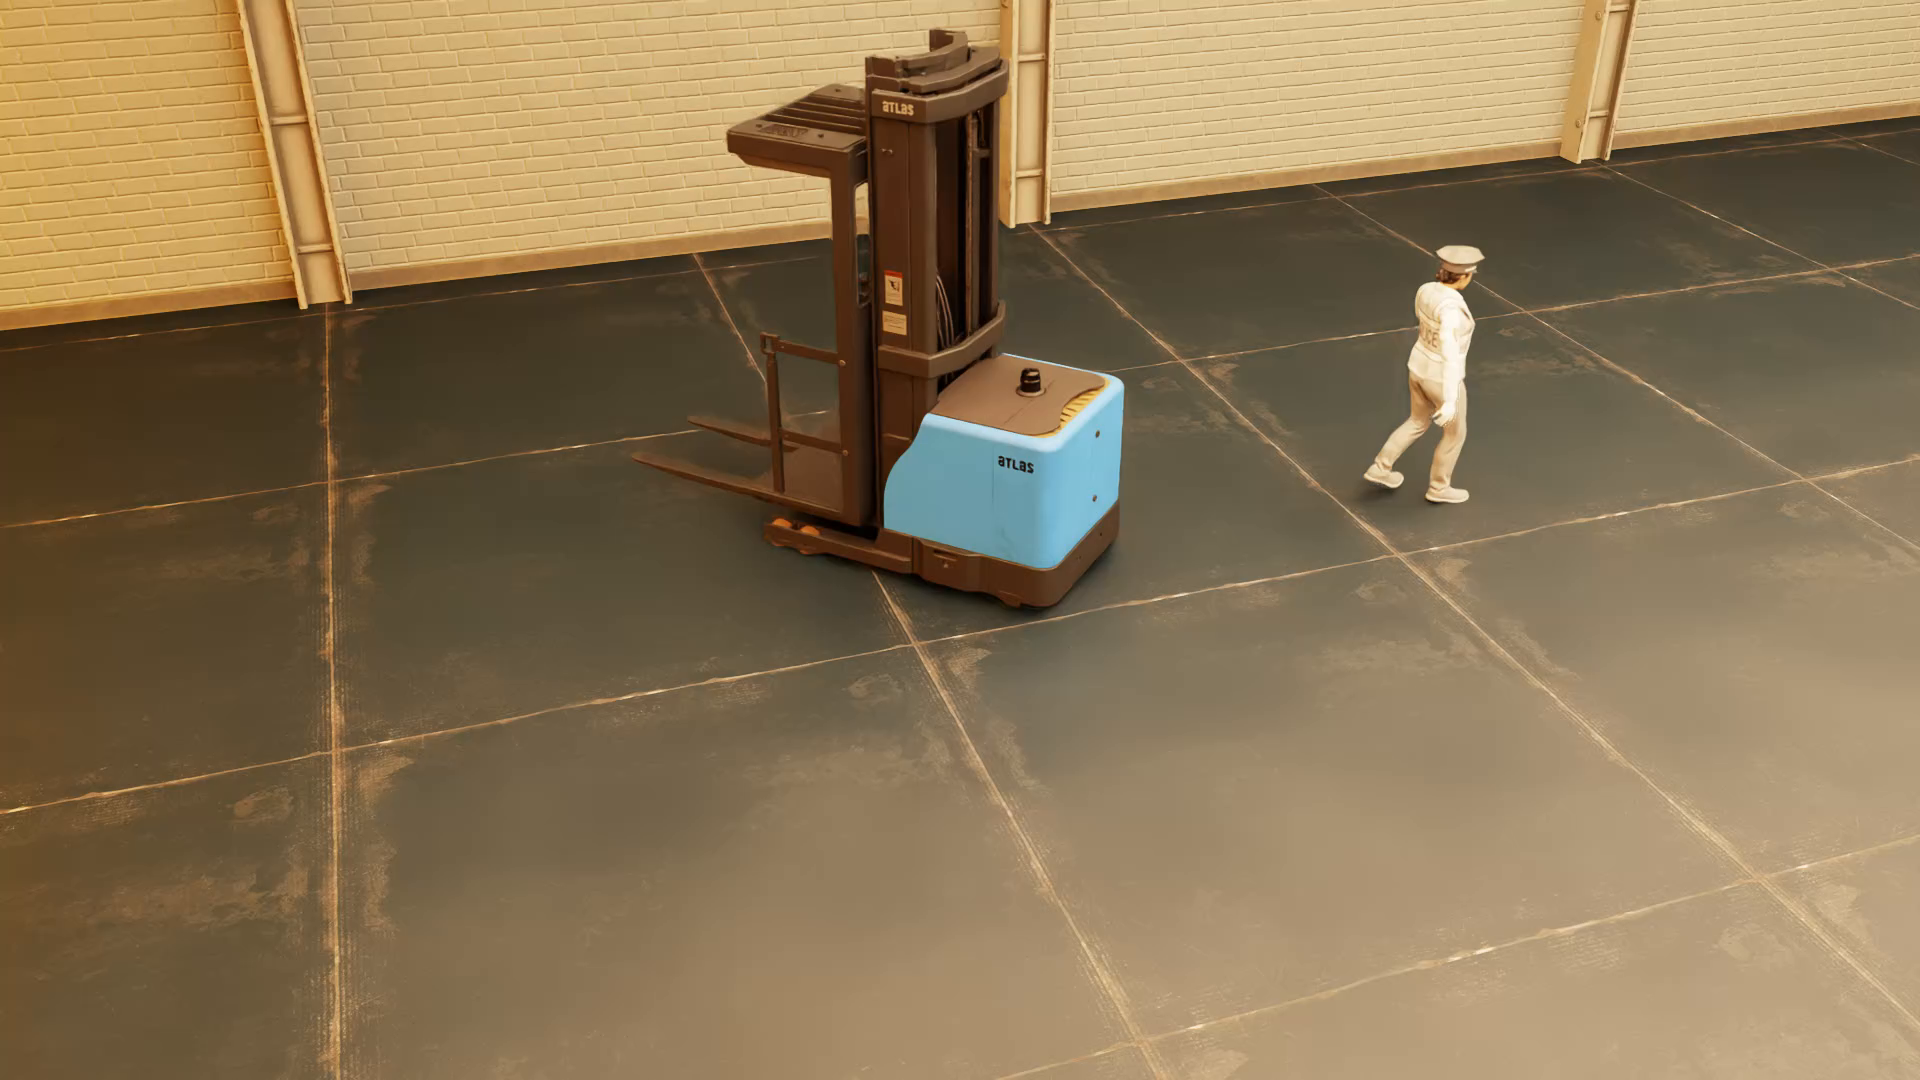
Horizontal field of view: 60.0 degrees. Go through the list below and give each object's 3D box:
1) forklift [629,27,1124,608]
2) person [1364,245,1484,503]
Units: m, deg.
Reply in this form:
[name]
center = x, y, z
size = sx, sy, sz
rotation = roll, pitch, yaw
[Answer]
[forklift]
center = -0.598, -1.400, 9.520
size = 3.031, 2.935, 1.130
rotation = 15, 33, 24
[person]
center = 2.902, -0.974, 10.080
size = 0.686, 1.651, 0.823
rotation = -8, 31, -13
